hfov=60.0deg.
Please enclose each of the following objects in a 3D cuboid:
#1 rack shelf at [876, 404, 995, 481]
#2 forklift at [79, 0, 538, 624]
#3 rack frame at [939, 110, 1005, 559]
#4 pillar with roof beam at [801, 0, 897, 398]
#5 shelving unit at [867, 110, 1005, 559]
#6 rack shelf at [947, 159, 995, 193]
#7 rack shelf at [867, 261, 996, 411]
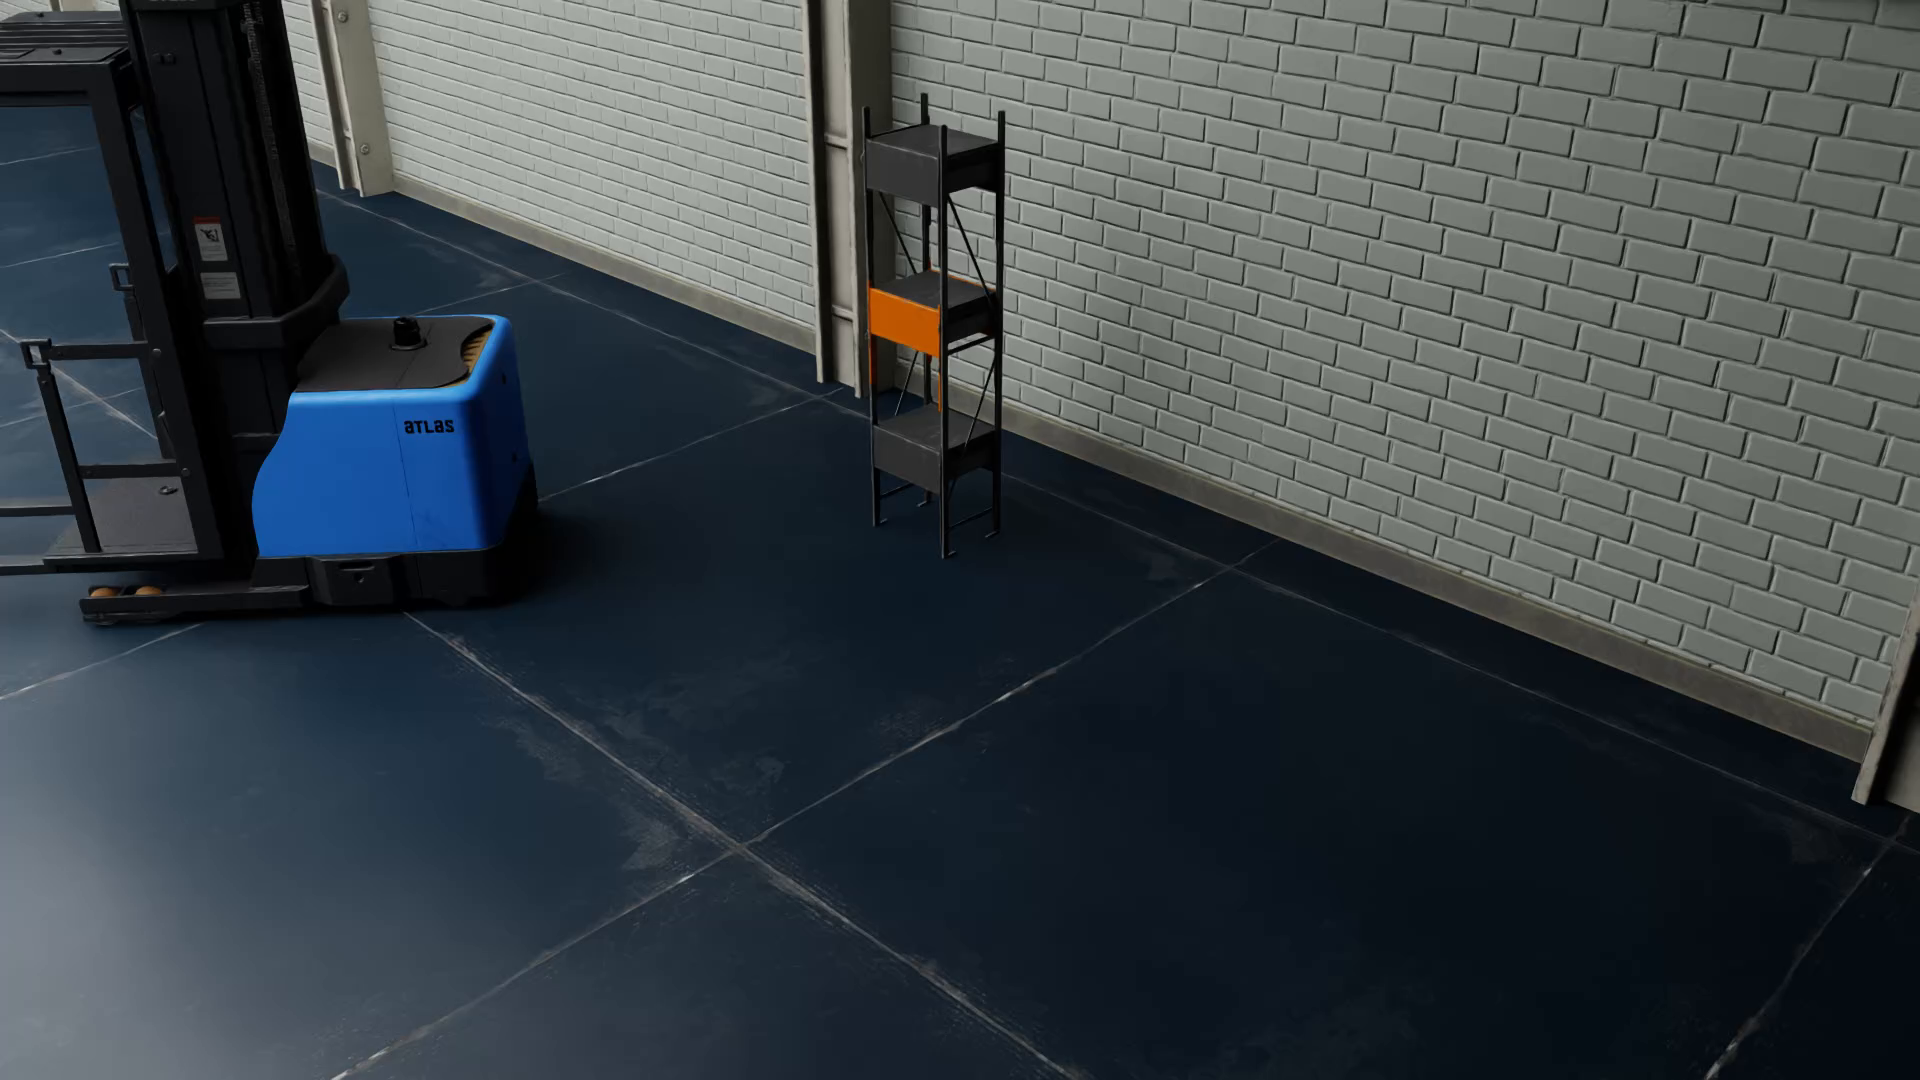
[{"bbox_3d":[-0.118,-0.473,8.132,0.457,0.174,0.368,25,36,38],"label":"rack shelf"},{"bbox_3d":[-3.620,-1.167,7.320,3.031,2.935,1.130,-2,28,-4],"label":"forklift"},{"bbox_3d":[0.056,-0.904,7.713,0.015,2.100,0.400,25,36,38],"label":"rack frame"},{"bbox_3d":[-3.639,-3.506,5.249,0.400,9.000,9.100,25,36,38],"label":"pillar with roof beam"},{"bbox_3d":[-0.114,-0.981,7.860,0.492,2.100,0.431,25,36,38],"label":"shelving unit"},{"bbox_3d":[-0.118,-1.680,7.498,0.442,0.100,0.332,25,36,38],"label":"rack shelf"},{"bbox_3d":[-0.118,-0.971,7.870,0.480,0.518,0.431,25,36,38],"label":"rack shelf"}]
